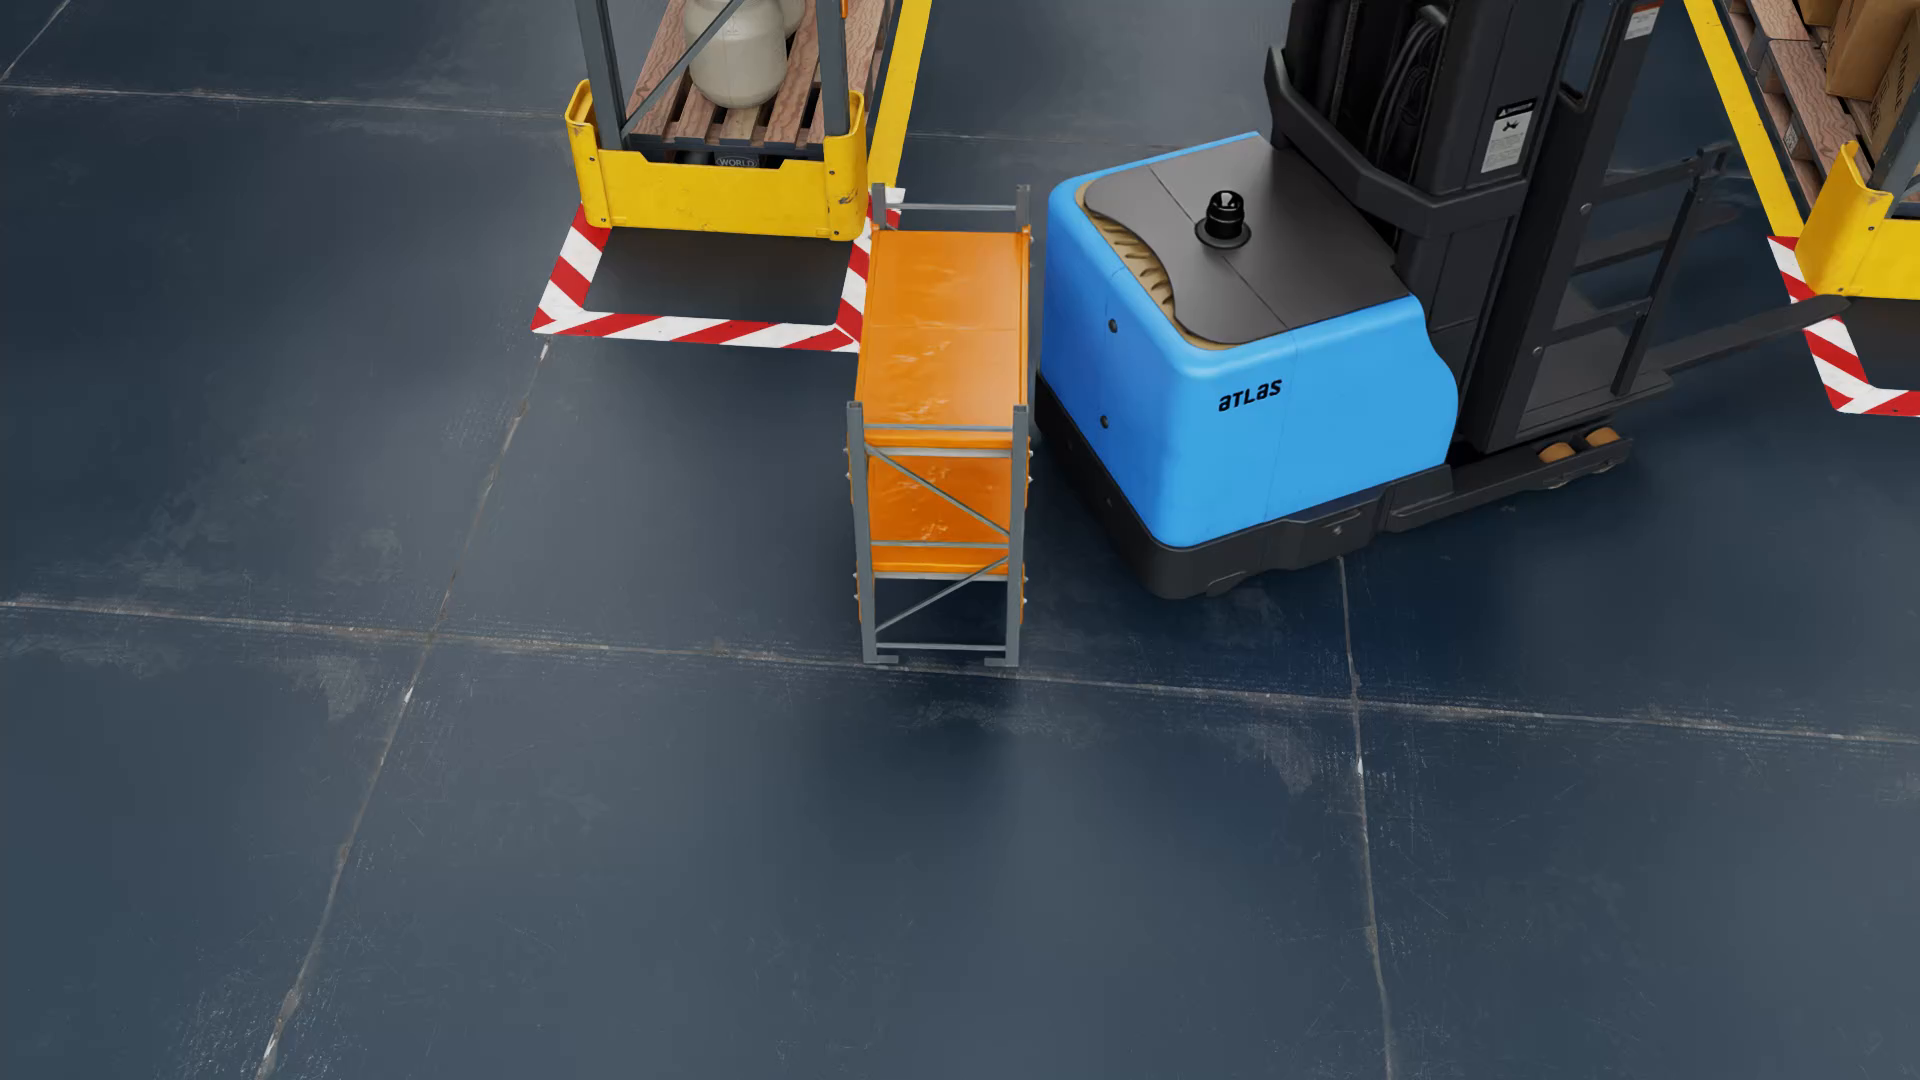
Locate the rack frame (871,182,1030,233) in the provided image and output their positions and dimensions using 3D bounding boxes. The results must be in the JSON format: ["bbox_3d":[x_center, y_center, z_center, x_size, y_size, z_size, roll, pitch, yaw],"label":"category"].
[{"bbox_3d":[-0.030,-0.735,5.660,0.500,1.125,0.032,1,48,1],"label":"rack frame"}]

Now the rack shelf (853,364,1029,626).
[{"bbox_3d":[-0.045,-0.195,5.498,0.538,0.278,1.000,1,48,1],"label":"rack shelf"}]

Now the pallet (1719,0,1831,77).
[{"bbox_3d":[4.222,-2.622,8.005,1.003,0.211,1.213,4,48,4],"label":"pallet"}]

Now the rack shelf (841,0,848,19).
[{"bbox_3d":[-0.758,-3.579,7.478,1.077,0.370,4.000,4,48,4],"label":"rack shelf"}]

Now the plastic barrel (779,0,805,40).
[{"bbox_3d":[-0.911,-2.511,7.415,0.421,0.512,0.421,0,48,0],"label":"plastic barrel"}]

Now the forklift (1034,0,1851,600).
[{"bbox_3d":[1.834,-1.515,5.149,3.031,2.935,1.130,-18,50,-15],"label":"forklift"}]

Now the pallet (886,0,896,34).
[{"bbox_3d":[-0.787,-2.960,8.315,1.003,0.211,1.213,4,48,4],"label":"pallet"}]

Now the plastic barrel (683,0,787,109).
[{"bbox_3d":[-0.956,-2.143,7.078,0.421,0.512,0.421,0,48,0],"label":"plastic barrel"}]

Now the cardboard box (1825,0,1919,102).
[{"bbox_3d":[4.086,-2.216,7.154,0.500,0.500,0.500,15,49,14],"label":"cardboard box"}]

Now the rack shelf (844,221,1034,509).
[{"bbox_3d":[-0.045,-0.558,5.101,0.538,0.278,1.000,1,48,1],"label":"rack shelf"}]

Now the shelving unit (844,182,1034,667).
[{"bbox_3d":[-0.045,-0.360,5.317,0.538,1.125,1.048,1,48,1],"label":"shelving unit"}]

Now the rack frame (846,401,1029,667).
[{"bbox_3d":[-0.061,0.015,4.974,0.500,1.125,0.032,1,48,1],"label":"rack frame"}]

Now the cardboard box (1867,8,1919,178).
[{"bbox_3d":[4.066,-1.775,6.750,0.500,0.500,0.500,12,49,11],"label":"cardboard box"}]

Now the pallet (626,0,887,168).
[{"bbox_3d":[-0.901,-2.066,7.497,1.003,0.211,1.213,4,48,4],"label":"pallet"}]

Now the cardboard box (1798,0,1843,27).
[{"bbox_3d":[4.162,-2.675,7.573,0.500,0.500,0.500,8,48,7],"label":"cardboard box"}]

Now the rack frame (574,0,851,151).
[{"bbox_3d":[-0.940,-2.352,5.868,1.000,3.000,0.127,4,48,4],"label":"rack frame"}]

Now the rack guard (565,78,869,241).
[{"bbox_3d":[-0.980,-1.567,6.845,1.175,0.500,0.348,4,48,4],"label":"rack guard"}]

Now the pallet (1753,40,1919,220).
[{"bbox_3d":[4.108,-1.728,7.187,1.003,0.211,1.213,4,48,4],"label":"pallet"}]

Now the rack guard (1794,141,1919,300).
[{"bbox_3d":[3.999,-1.231,6.537,1.175,0.500,0.348,4,48,4],"label":"rack guard"}]

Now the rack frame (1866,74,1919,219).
[{"bbox_3d":[3.992,-2.019,5.564,1.000,3.000,0.127,4,48,4],"label":"rack frame"}]
